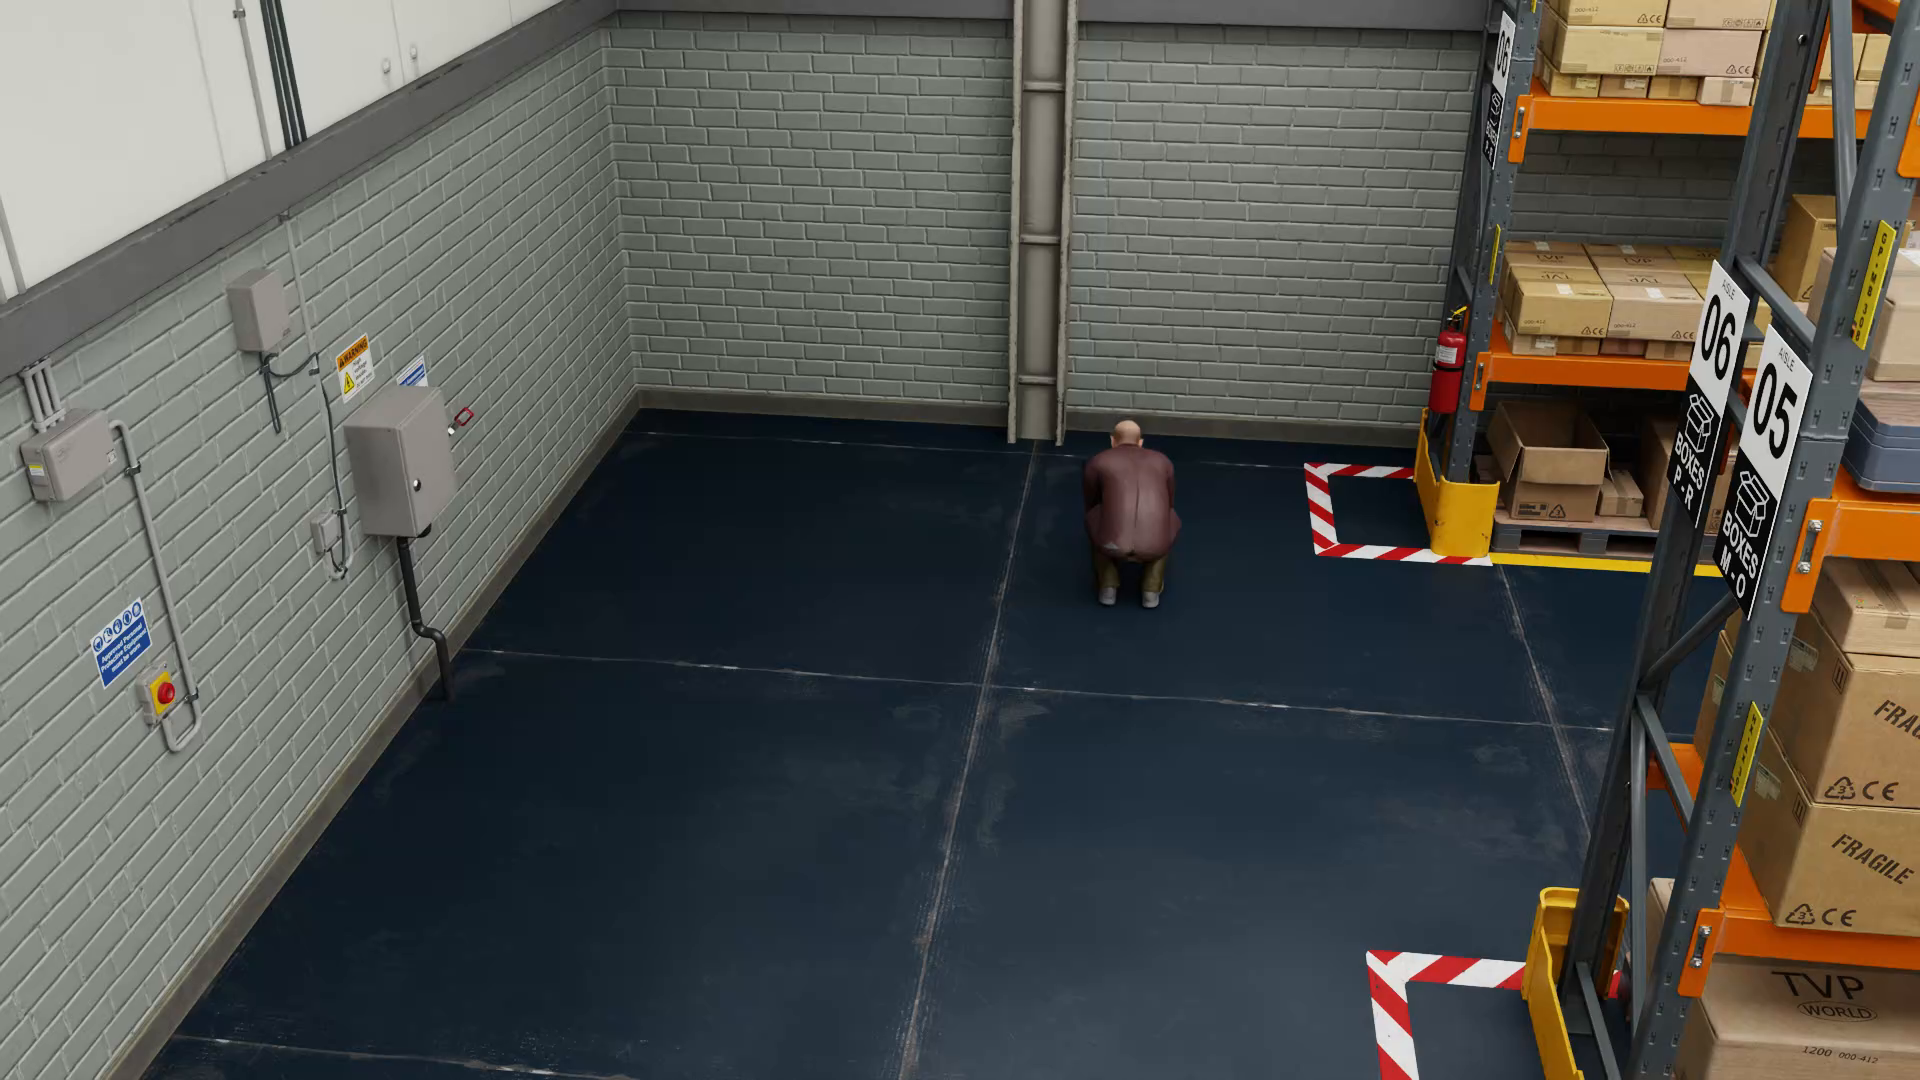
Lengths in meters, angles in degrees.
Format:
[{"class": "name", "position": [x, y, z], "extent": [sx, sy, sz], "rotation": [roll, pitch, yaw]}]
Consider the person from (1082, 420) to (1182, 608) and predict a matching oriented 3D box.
[{"class": "person", "position": [1.012, -0.153, 9.844], "extent": [0.608, 0.918, 0.907], "rotation": [3, 28, 6]}]
